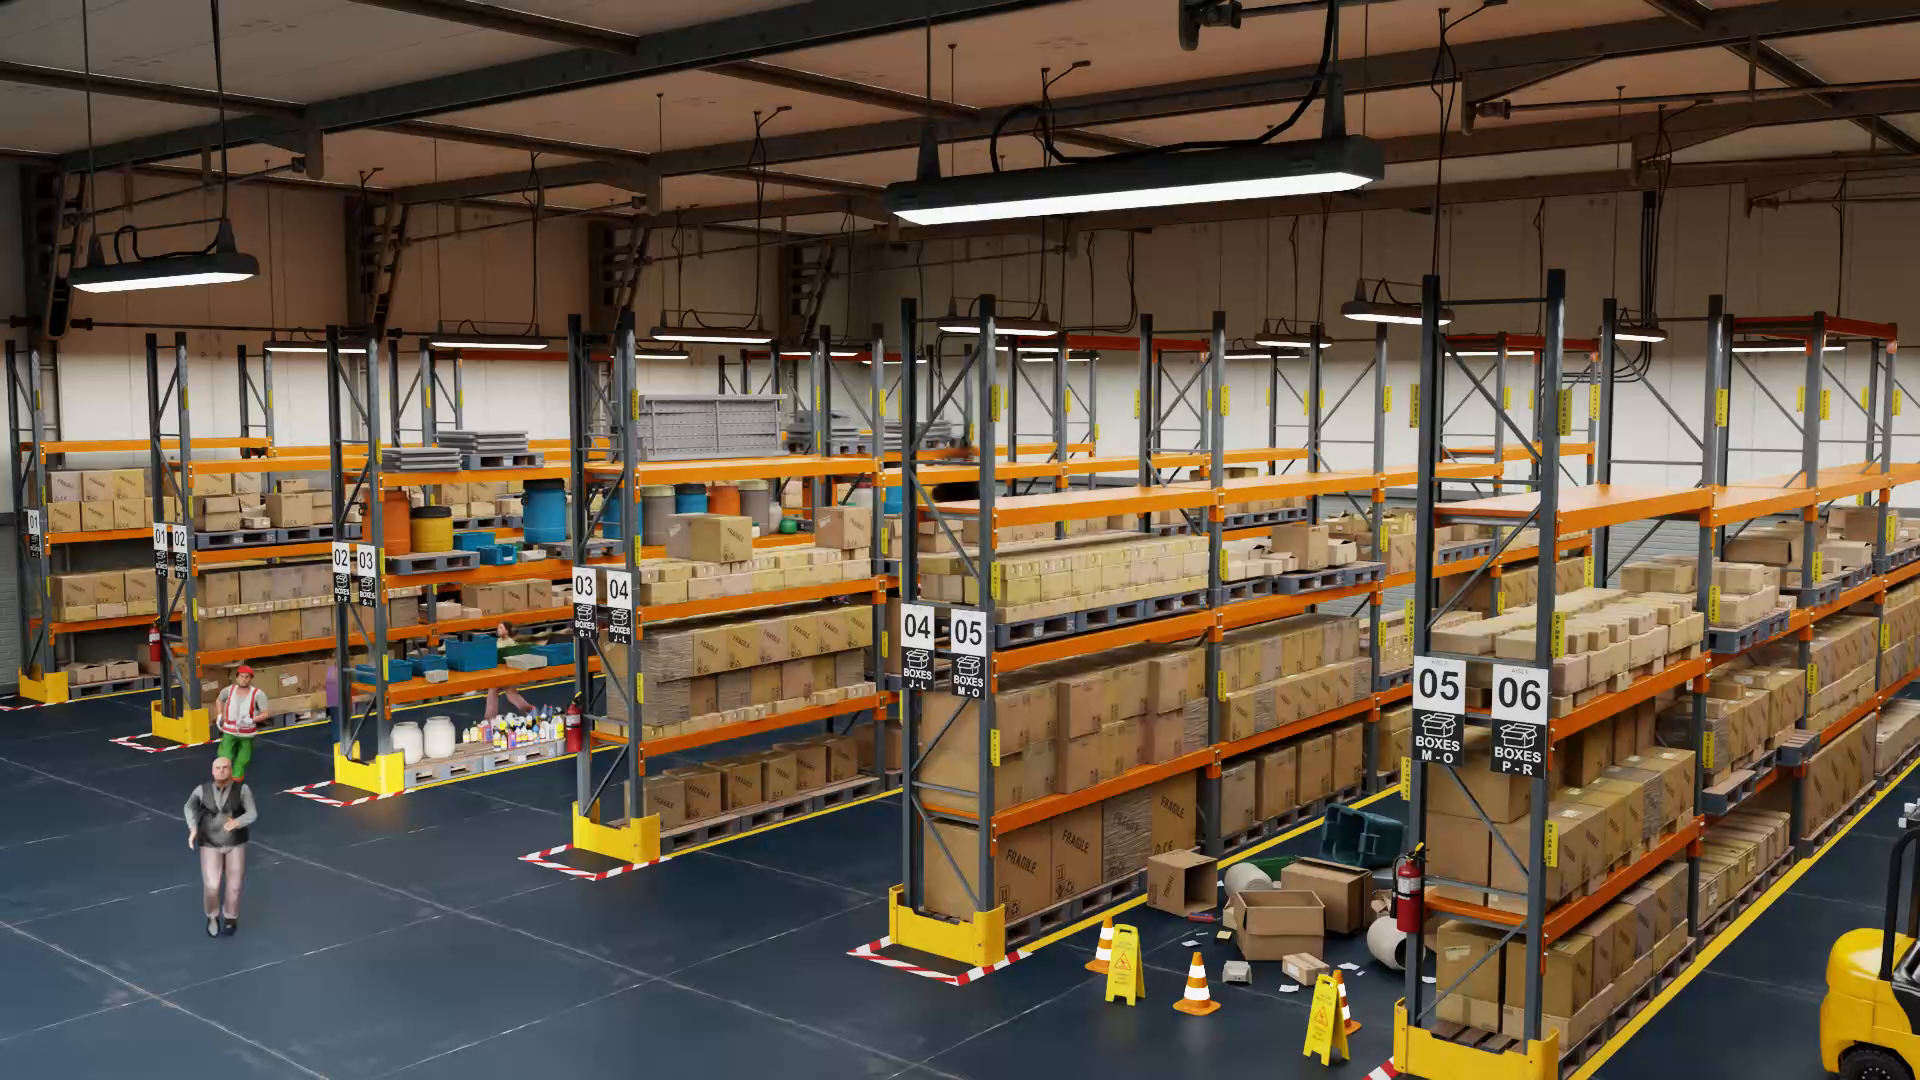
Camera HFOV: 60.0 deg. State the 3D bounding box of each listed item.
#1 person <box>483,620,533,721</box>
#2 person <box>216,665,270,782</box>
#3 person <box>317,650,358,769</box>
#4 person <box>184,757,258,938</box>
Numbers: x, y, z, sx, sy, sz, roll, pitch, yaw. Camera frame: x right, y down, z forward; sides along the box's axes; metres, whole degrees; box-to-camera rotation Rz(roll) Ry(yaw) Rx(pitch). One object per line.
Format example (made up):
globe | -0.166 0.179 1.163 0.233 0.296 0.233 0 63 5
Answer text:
person | -6.893 2.041 25.197 0.573 1.659 0.964 4 6 38
person | -8.937 2.426 20.696 0.681 1.760 0.661 -2 5 -17
person | -8.542 2.313 22.882 0.513 1.632 0.657 3 6 26
person | -6.953 2.899 15.676 0.630 1.702 0.669 -2 6 -26
